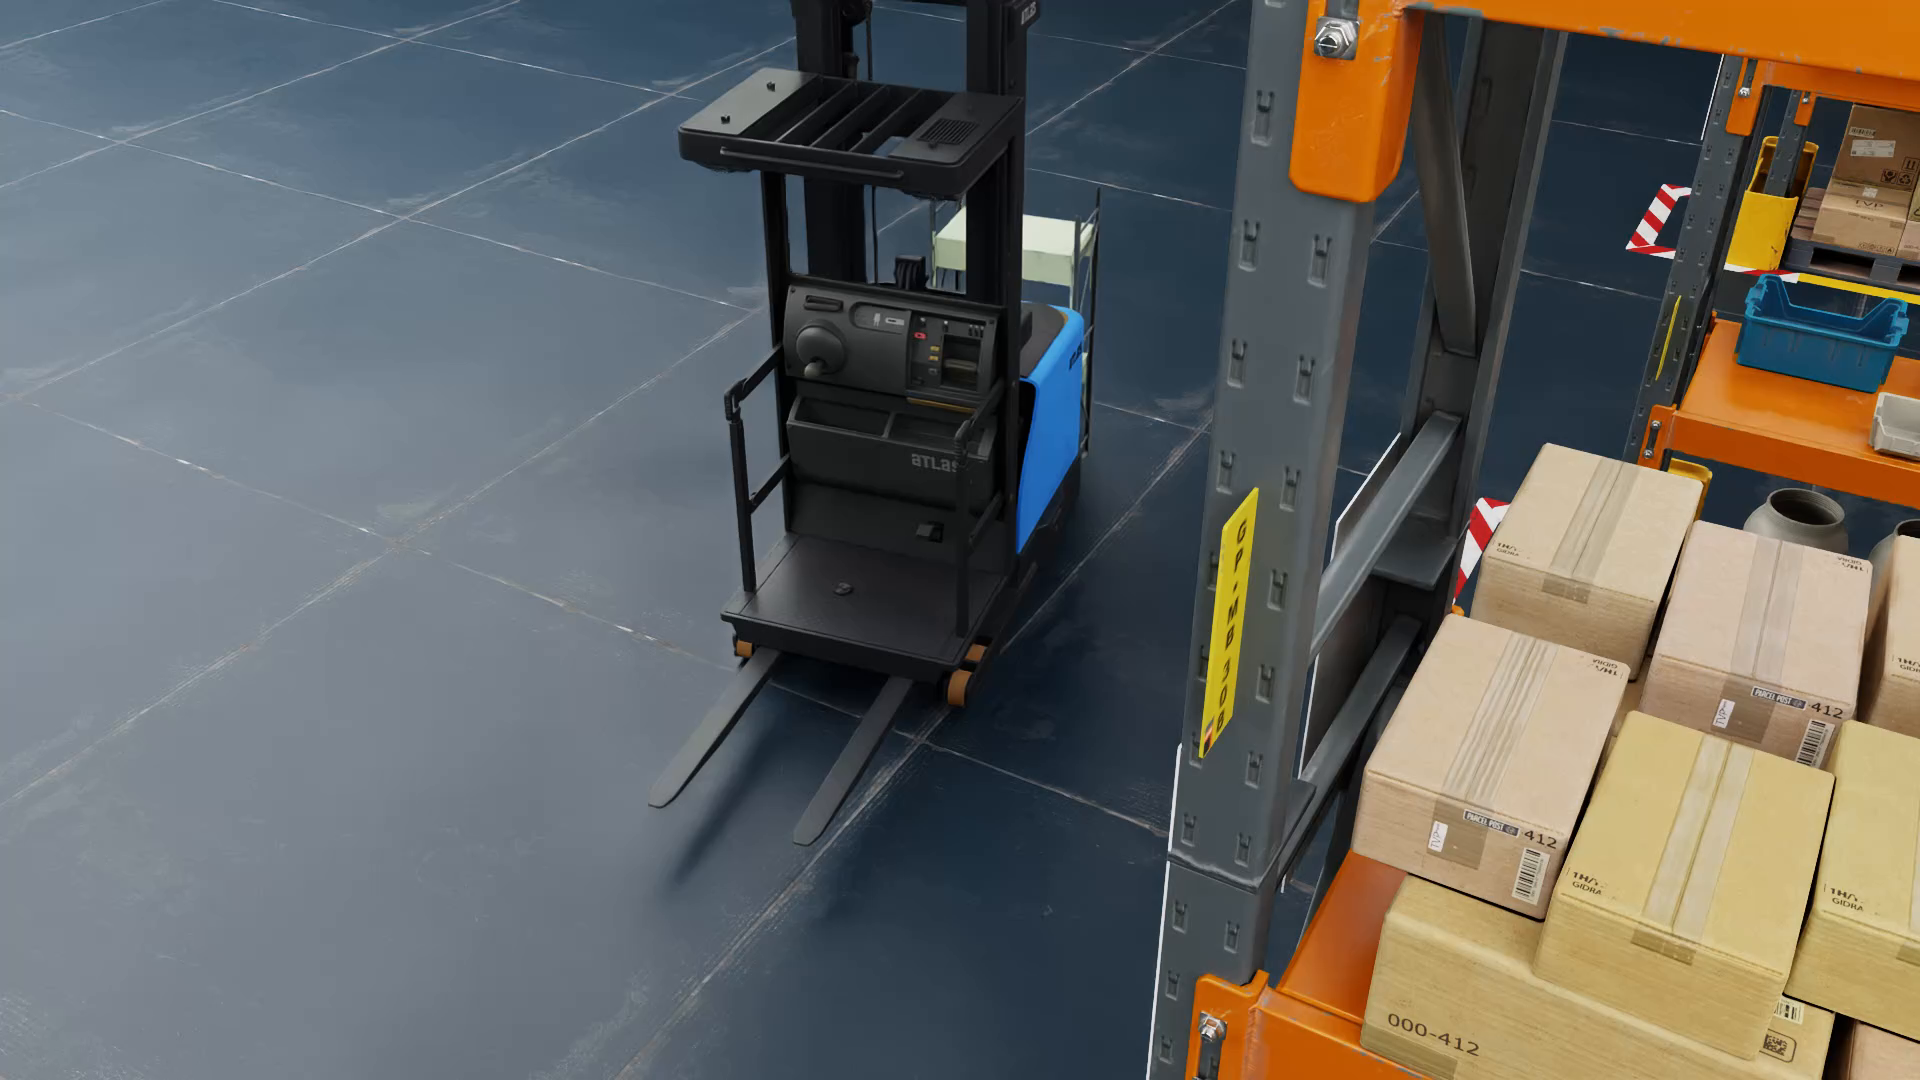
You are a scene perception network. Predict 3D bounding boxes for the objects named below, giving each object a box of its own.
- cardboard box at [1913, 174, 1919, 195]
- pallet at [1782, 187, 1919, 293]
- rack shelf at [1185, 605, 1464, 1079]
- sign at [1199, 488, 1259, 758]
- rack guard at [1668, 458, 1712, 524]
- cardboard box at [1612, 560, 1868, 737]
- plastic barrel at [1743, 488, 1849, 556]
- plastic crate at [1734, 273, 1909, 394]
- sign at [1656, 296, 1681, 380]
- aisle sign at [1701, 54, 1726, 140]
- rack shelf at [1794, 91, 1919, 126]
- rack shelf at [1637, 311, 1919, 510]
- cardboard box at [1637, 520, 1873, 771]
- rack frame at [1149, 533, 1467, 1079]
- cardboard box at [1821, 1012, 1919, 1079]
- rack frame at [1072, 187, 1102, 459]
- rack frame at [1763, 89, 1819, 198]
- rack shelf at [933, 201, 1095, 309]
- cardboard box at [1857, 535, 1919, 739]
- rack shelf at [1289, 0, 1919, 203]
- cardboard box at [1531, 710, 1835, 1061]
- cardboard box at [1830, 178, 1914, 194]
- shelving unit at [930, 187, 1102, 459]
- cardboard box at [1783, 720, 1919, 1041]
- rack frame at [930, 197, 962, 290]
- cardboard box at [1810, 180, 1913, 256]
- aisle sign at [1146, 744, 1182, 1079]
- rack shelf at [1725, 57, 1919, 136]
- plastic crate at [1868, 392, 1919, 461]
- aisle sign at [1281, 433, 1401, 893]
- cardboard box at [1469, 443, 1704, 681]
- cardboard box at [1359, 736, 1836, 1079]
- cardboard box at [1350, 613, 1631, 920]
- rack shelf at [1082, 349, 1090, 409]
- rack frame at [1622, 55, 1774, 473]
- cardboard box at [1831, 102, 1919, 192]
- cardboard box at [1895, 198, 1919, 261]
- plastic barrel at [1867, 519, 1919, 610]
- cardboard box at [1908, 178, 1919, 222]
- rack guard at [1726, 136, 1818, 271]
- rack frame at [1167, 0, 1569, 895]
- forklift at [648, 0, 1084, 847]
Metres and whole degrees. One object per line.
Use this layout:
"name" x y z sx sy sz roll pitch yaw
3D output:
"cardboard box" 6.547 -2.210 10.964 0.500 0.250 0.500 18 37 24
"pallet" 6.180 -1.966 11.011 1.213 0.211 1.003 18 37 24
"rack shelf" 2.313 1.051 1.909 4.000 0.370 1.077 18 37 24
"sign" 0.307 0.099 1.901 0.005 0.325 0.100 18 37 24
"rack guard" 3.123 0.105 7.641 0.348 0.500 1.175 18 37 24
"cardboard box" 1.121 0.274 2.561 0.500 0.250 0.500 18 38 25
"plastic barrel" 3.643 0.071 7.303 0.421 0.512 0.421 0 34 0
"plastic crate" 3.617 -0.878 6.997 0.616 0.251 0.499 18 37 24
"sign" 2.757 -0.785 6.474 0.005 0.325 0.100 18 37 24
"aisle sign" 2.826 -1.895 6.043 0.004 0.787 0.394 18 37 24
"rack shelf" 7.232 -2.467 9.897 4.000 0.370 1.077 18 37 24
"rack shelf" 4.771 -0.084 6.319 4.000 0.370 1.077 18 37 24
"cardboard box" 1.140 0.152 2.385 0.250 0.149 0.380 16 37 23
"rack frame" 0.577 1.450 3.367 0.127 3.000 1.000 18 37 24
"cardboard box" 1.317 0.659 1.983 0.500 0.250 0.500 17 37 23
"rack frame" 0.620 -1.000 8.399 0.023 1.500 0.400 11 35 16
"rack frame" 5.495 -3.316 10.524 0.127 3.000 1.000 18 37 24
"rack shelf" 0.275 -1.393 8.285 0.720 0.370 0.431 11 35 16
"cardboard box" 1.432 0.174 2.351 0.250 0.149 0.380 16 37 22
"rack shelf" 2.313 -0.197 1.078 4.000 0.370 1.077 18 37 24
"cardboard box" 0.878 0.403 2.009 0.250 0.149 0.380 18 38 25
"cardboard box" 6.107 -2.341 11.162 0.500 0.250 0.500 18 37 24
"shelving unit" 0.275 -1.069 8.502 0.755 1.500 0.431 11 35 16
"cardboard box" 1.158 0.413 1.993 0.250 0.149 0.380 17 37 24
"rack frame" -0.069 -1.137 8.604 0.023 1.500 0.400 11 35 16
"cardboard box" 5.850 -2.092 10.787 0.500 0.250 0.500 18 37 24
"aisle sign" 0.374 0.495 2.455 0.004 0.787 0.394 18 37 24
"rack shelf" 4.771 -1.333 5.488 4.000 0.370 1.077 18 37 24
"plastic crate" 3.651 -0.423 6.417 0.250 0.136 0.298 18 37 24
"aisle sign" 0.672 0.206 2.889 0.004 0.787 0.394 18 37 24
"cardboard box" 0.972 0.024 2.577 0.250 0.149 0.380 18 37 24
"cardboard box" 0.867 0.520 2.191 0.500 0.250 0.500 19 38 26
"cardboard box" 0.701 0.285 2.186 0.250 0.149 0.380 17 37 24
"rack shelf" 0.275 -0.797 8.682 0.720 0.370 0.431 11 35 16
"rack frame" 3.034 -0.934 6.946 0.127 3.000 1.000 18 37 24
"cardboard box" 6.108 -2.655 10.955 0.500 0.500 0.500 18 37 24
"cardboard box" 6.286 -1.956 10.584 0.500 0.250 0.500 18 37 24
"plastic barrel" 4.079 0.209 7.096 0.421 0.512 0.421 0 34 0
"cardboard box" 6.285 -2.268 10.375 0.500 0.500 0.500 18 37 24
"rack guard" 5.474 -2.283 11.227 0.348 0.500 1.175 18 37 24
"rack frame" 0.577 -1.047 1.704 0.127 3.000 1.000 18 37 24
"forklift" -0.366 -0.755 6.739 1.130 2.935 3.031 11 35 16
